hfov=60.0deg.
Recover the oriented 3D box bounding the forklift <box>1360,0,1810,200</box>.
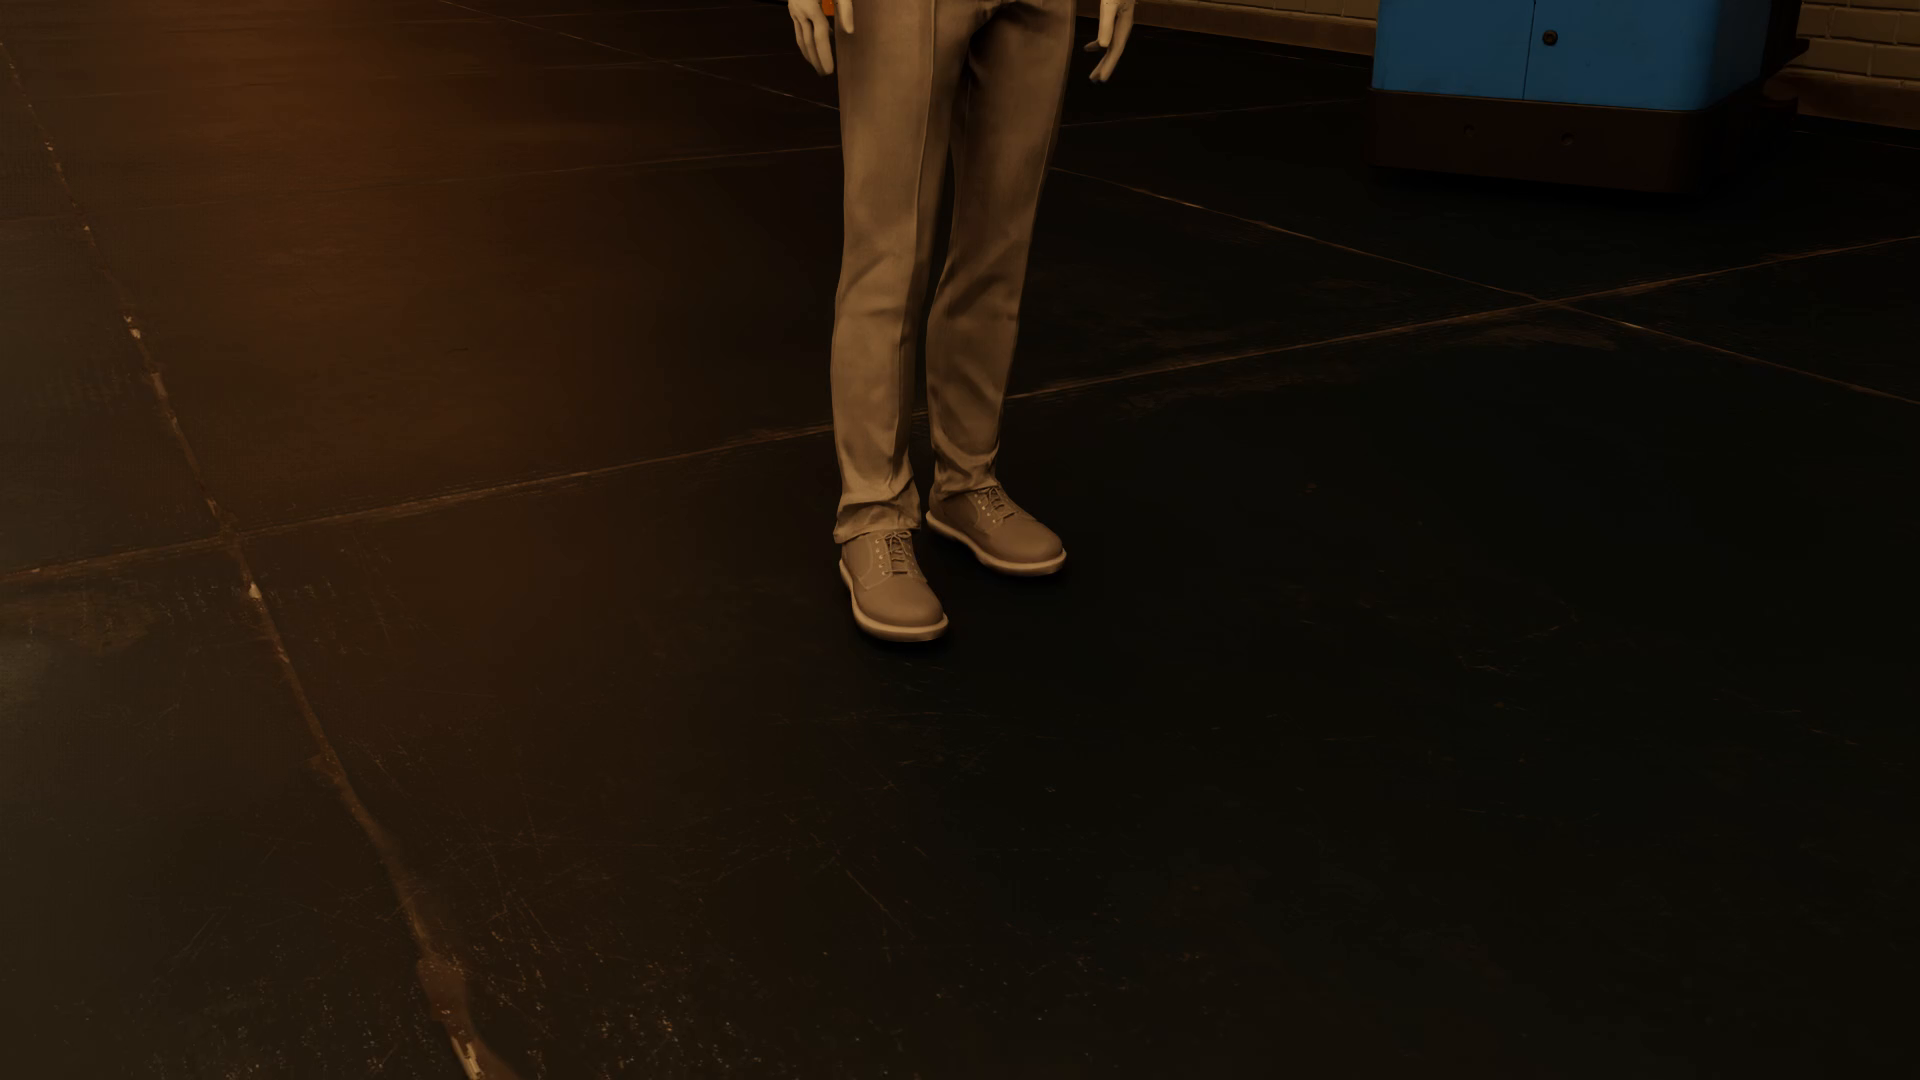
[{"bbox_3d":[2.537,-2.897,5.835,1.130,2.935,3.031,14,26,30],"label":"forklift"}]

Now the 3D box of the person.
[{"bbox_3d":[0.028,-0.768,2.253,0.587,1.696,0.534,-12,25,-28],"label":"person"}]
